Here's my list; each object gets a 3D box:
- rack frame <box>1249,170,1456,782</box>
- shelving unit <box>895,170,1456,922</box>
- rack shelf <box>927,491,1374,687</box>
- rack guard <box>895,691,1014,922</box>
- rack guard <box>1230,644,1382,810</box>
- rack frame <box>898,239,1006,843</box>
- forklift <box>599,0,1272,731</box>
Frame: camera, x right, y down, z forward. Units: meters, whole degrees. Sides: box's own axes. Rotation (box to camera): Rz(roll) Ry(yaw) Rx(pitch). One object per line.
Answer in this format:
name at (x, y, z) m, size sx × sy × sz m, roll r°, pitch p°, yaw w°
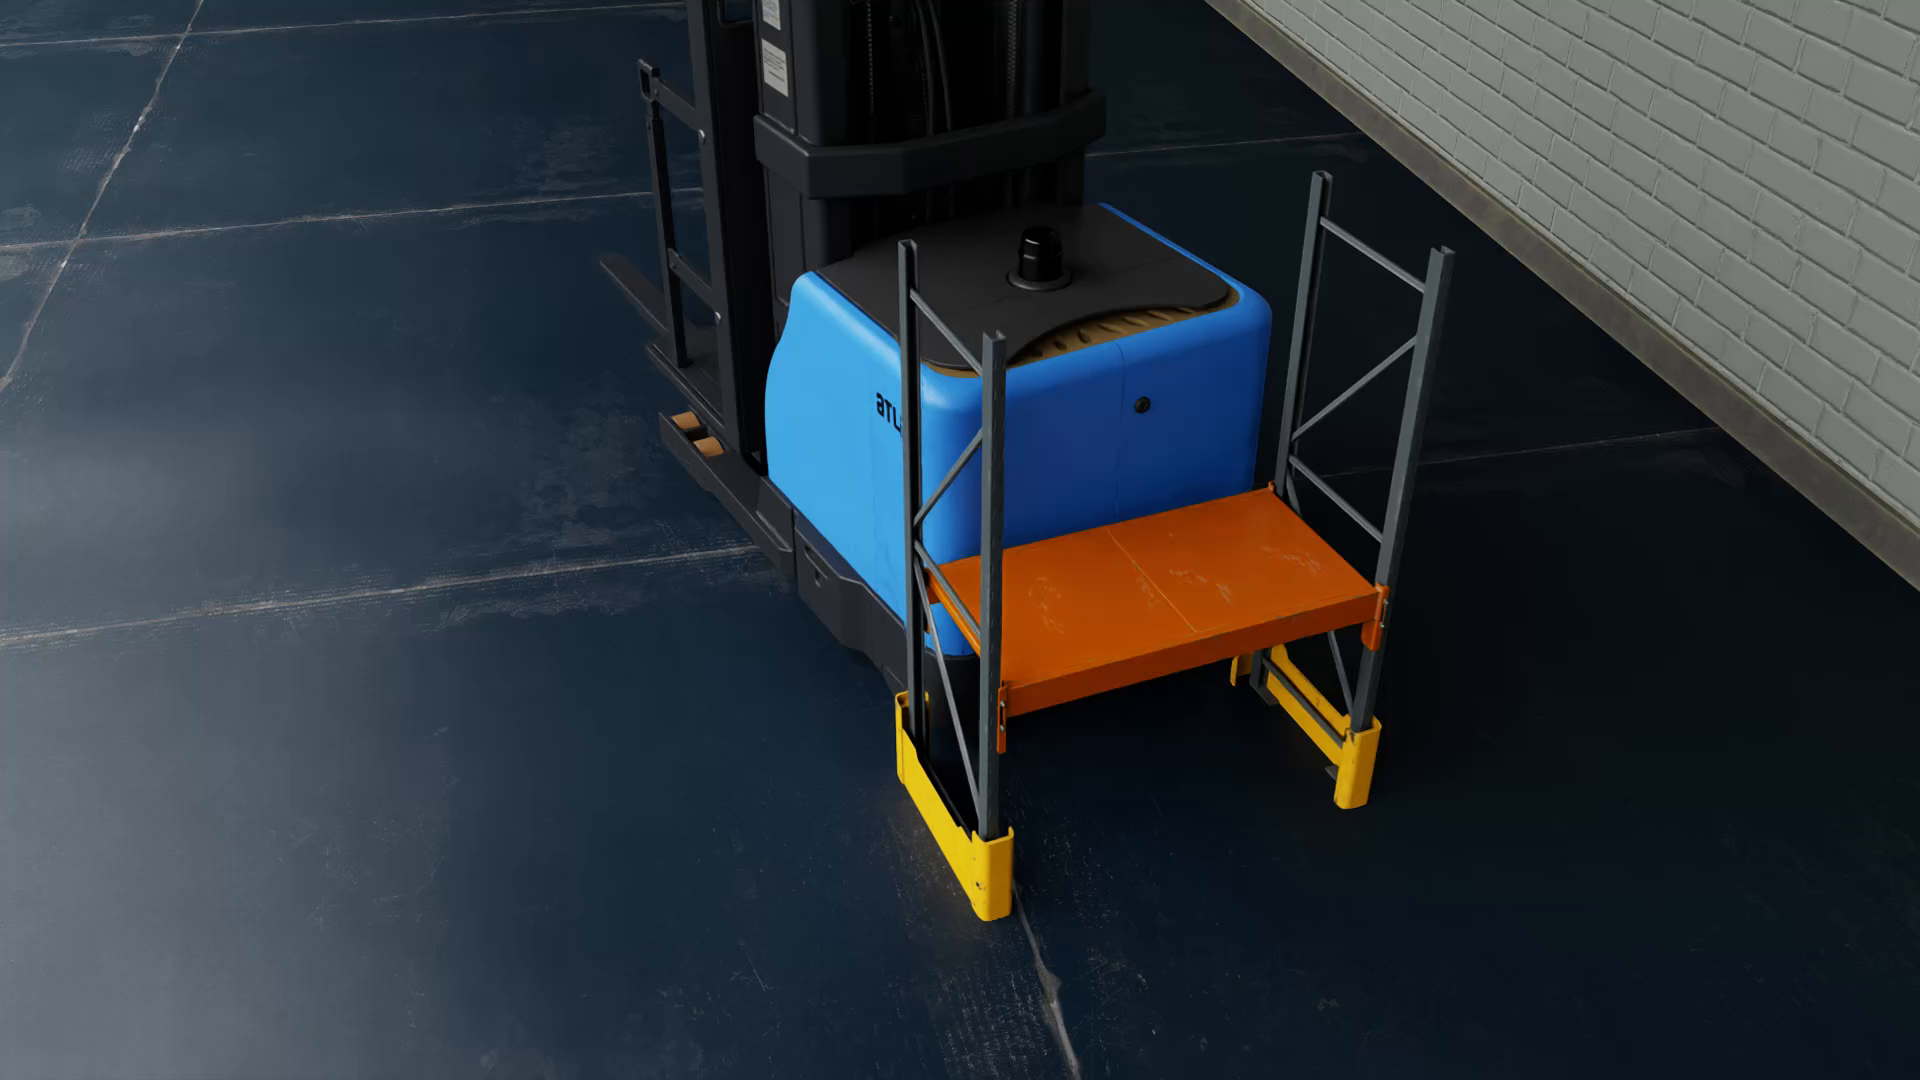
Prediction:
rack frame at (0.918, -0.097, 4.049) m, size 0.032 × 1.500 × 0.500 m, roll -13°, pitch 36°, yaw -19°
shelving unit at (0.440, 0.013, 3.884) m, size 1.083 × 1.500 × 0.587 m, roll -13°, pitch 36°, yaw -19°
rack shelf at (0.448, 0.105, 3.950) m, size 0.952 × 0.026 × 0.459 m, roll -13°, pitch 36°, yaw -19°
rack guard at (-0.020, 0.638, 4.075) m, size 0.087 × 0.250 × 0.587 m, roll -13°, pitch 36°, yaw -19°
rack guard at (0.900, 0.426, 4.391) m, size 0.087 × 0.250 × 0.587 m, roll -13°, pitch 36°, yaw -19°
rack frame at (-0.021, 0.120, 3.726) m, size 0.032 × 1.500 × 0.500 m, roll -13°, pitch 36°, yaw -19°
forklift at (-15.626, -2.310, 6.063) m, size 26.030 × 2.935 × 20.937 m, roll -18°, pitch 38°, yaw -25°
